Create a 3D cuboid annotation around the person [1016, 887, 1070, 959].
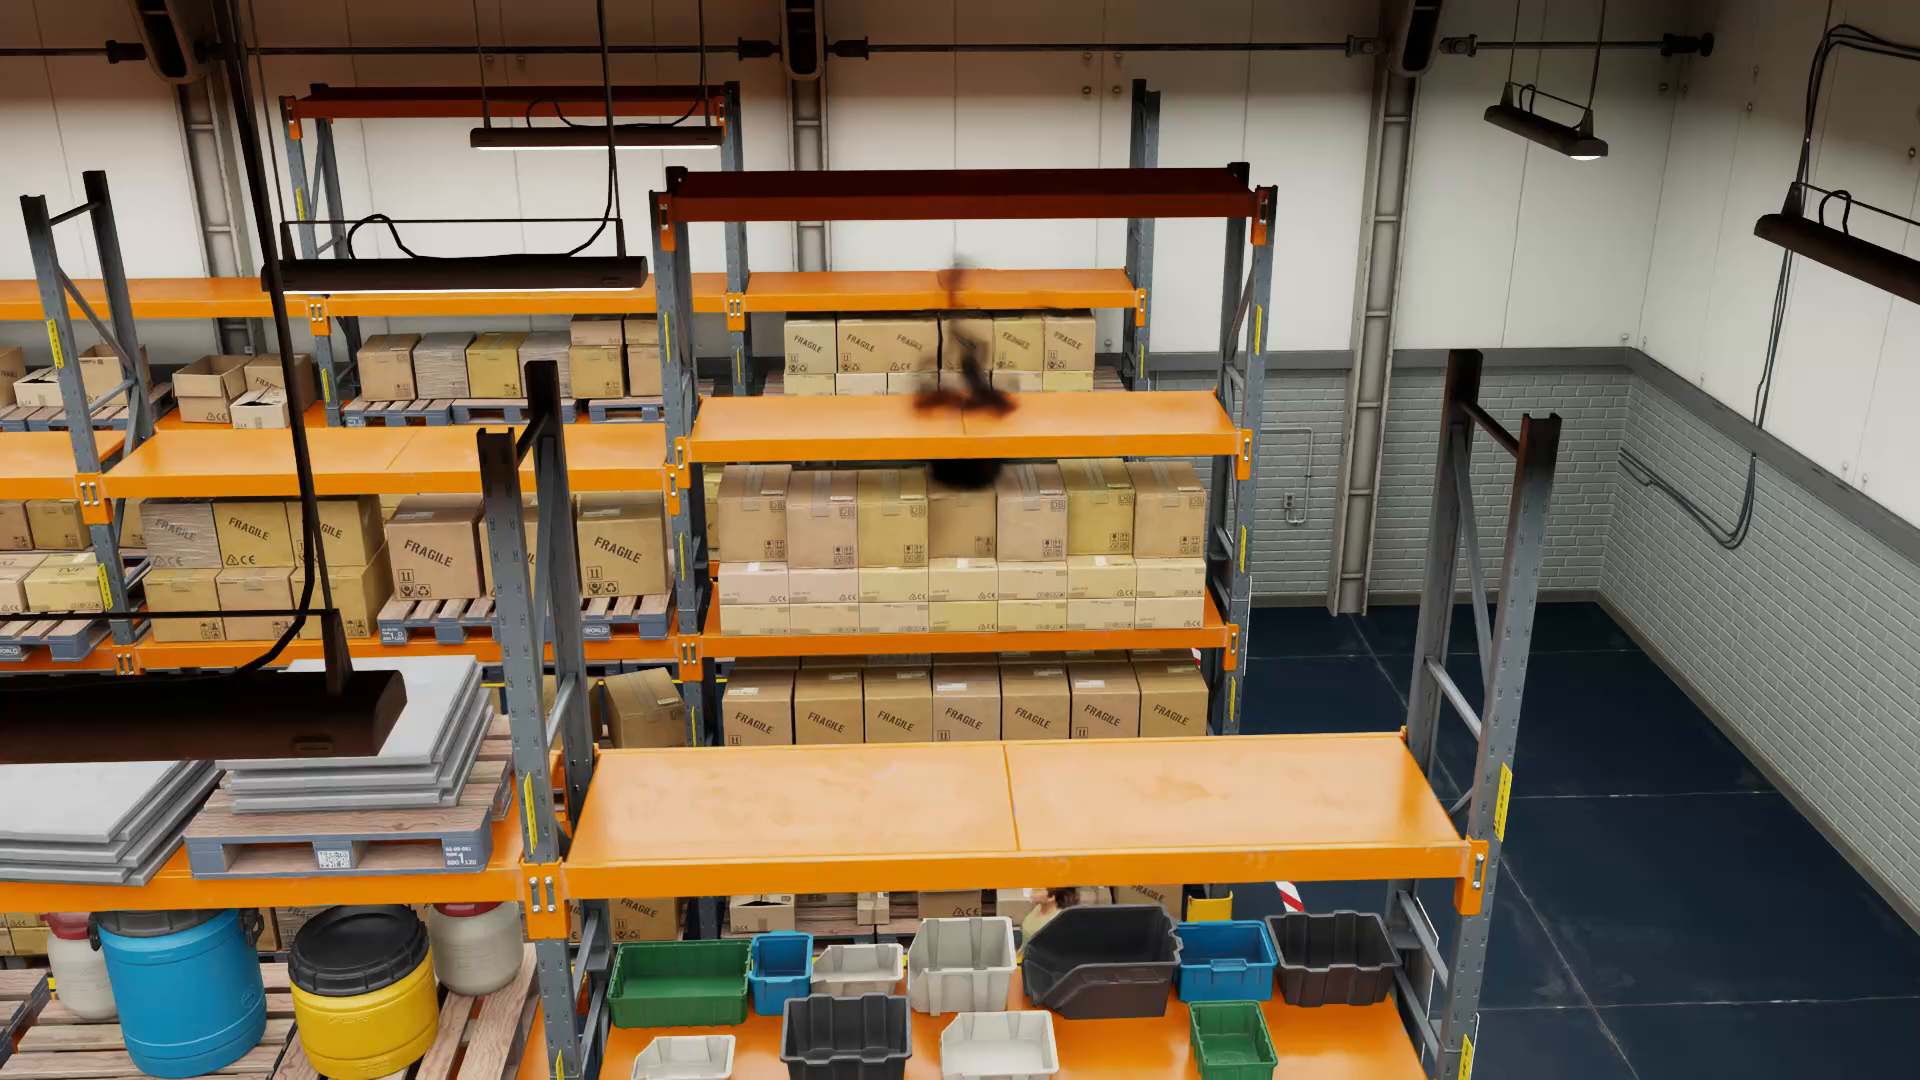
[{"bbox_3d":[0.578,3.020,11.561,0.796,1.617,0.600,-5,23,-11],"label":"person"}]
